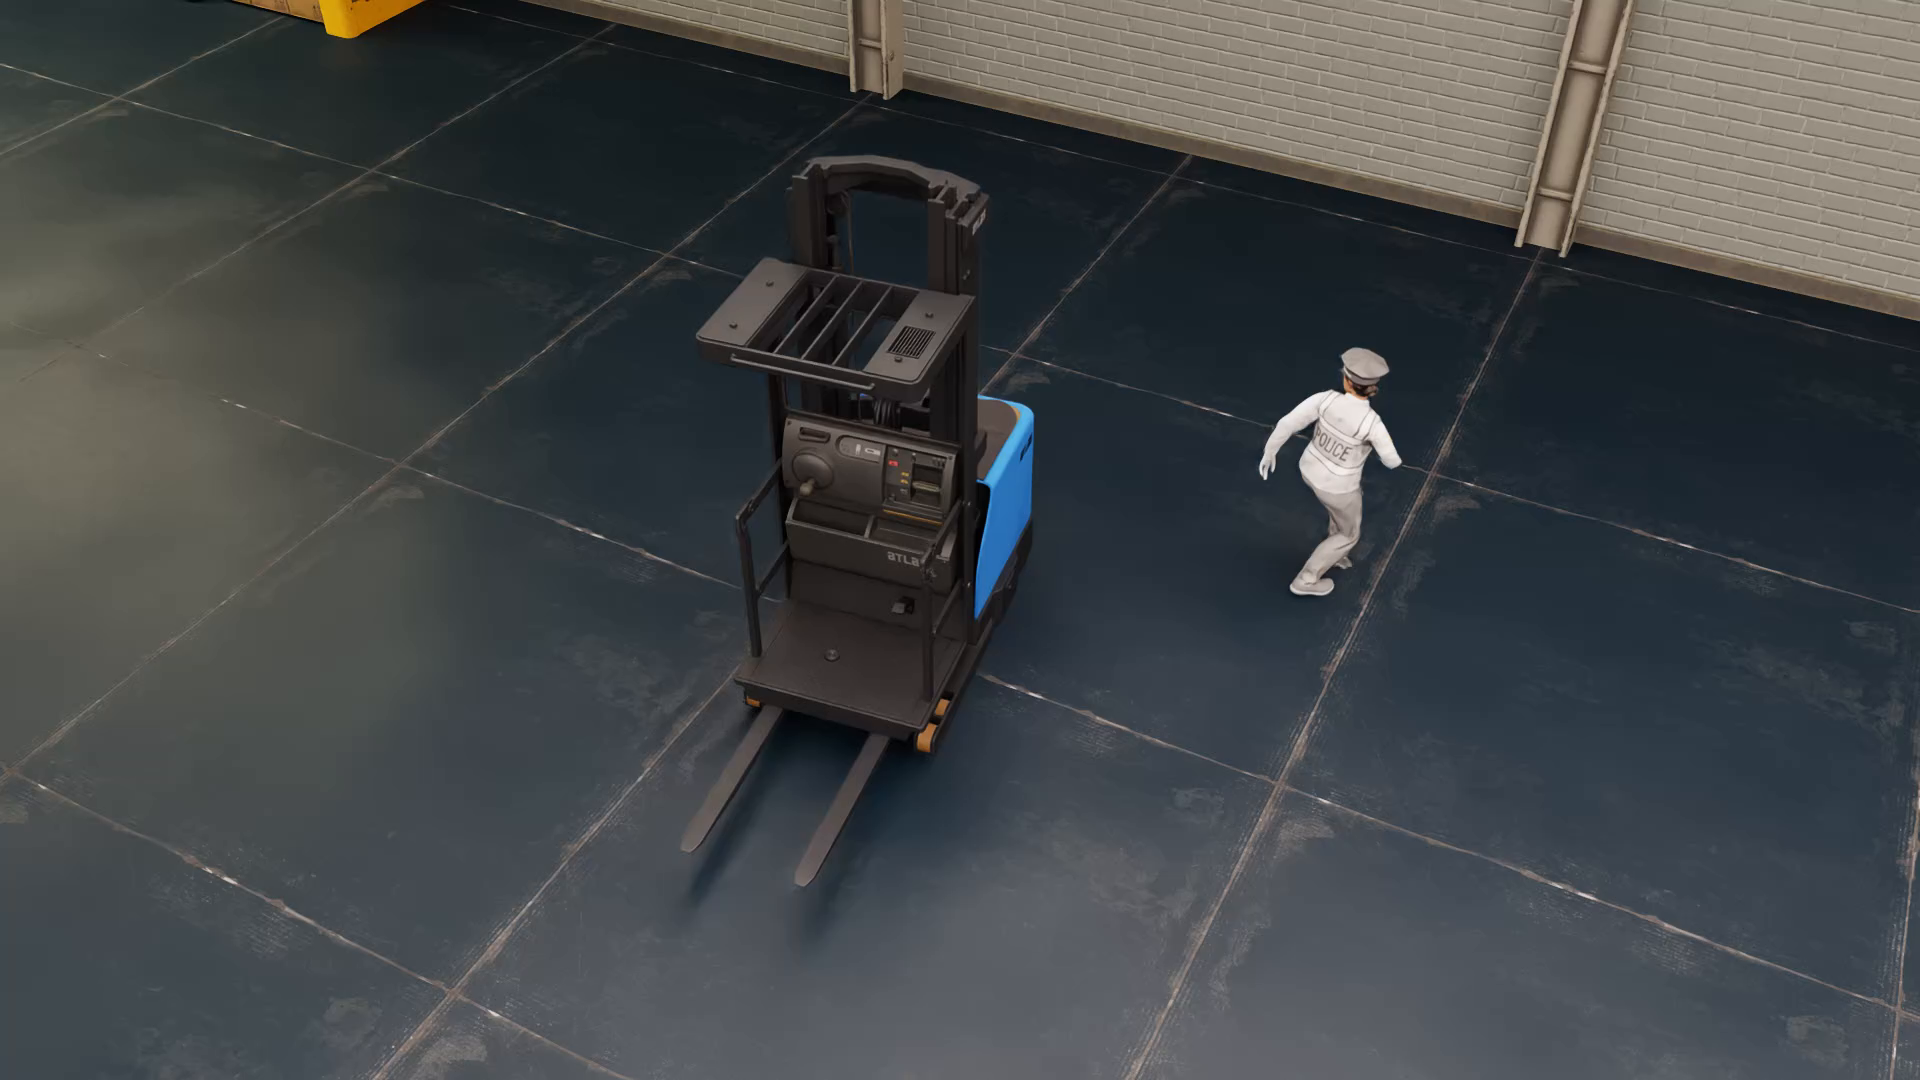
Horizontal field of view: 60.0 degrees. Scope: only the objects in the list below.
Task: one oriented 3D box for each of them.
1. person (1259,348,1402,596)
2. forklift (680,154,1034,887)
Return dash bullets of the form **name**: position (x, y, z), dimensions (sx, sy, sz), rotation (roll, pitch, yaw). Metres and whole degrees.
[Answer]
- **person**: position (2.135, -0.338, 9.466), dimensions (0.734, 1.666, 0.577), rotation (-18, 43, -20)
- **forklift**: position (-0.540, -0.282, 8.322), dimensions (1.130, 2.935, 3.031), rotation (13, 42, 15)
